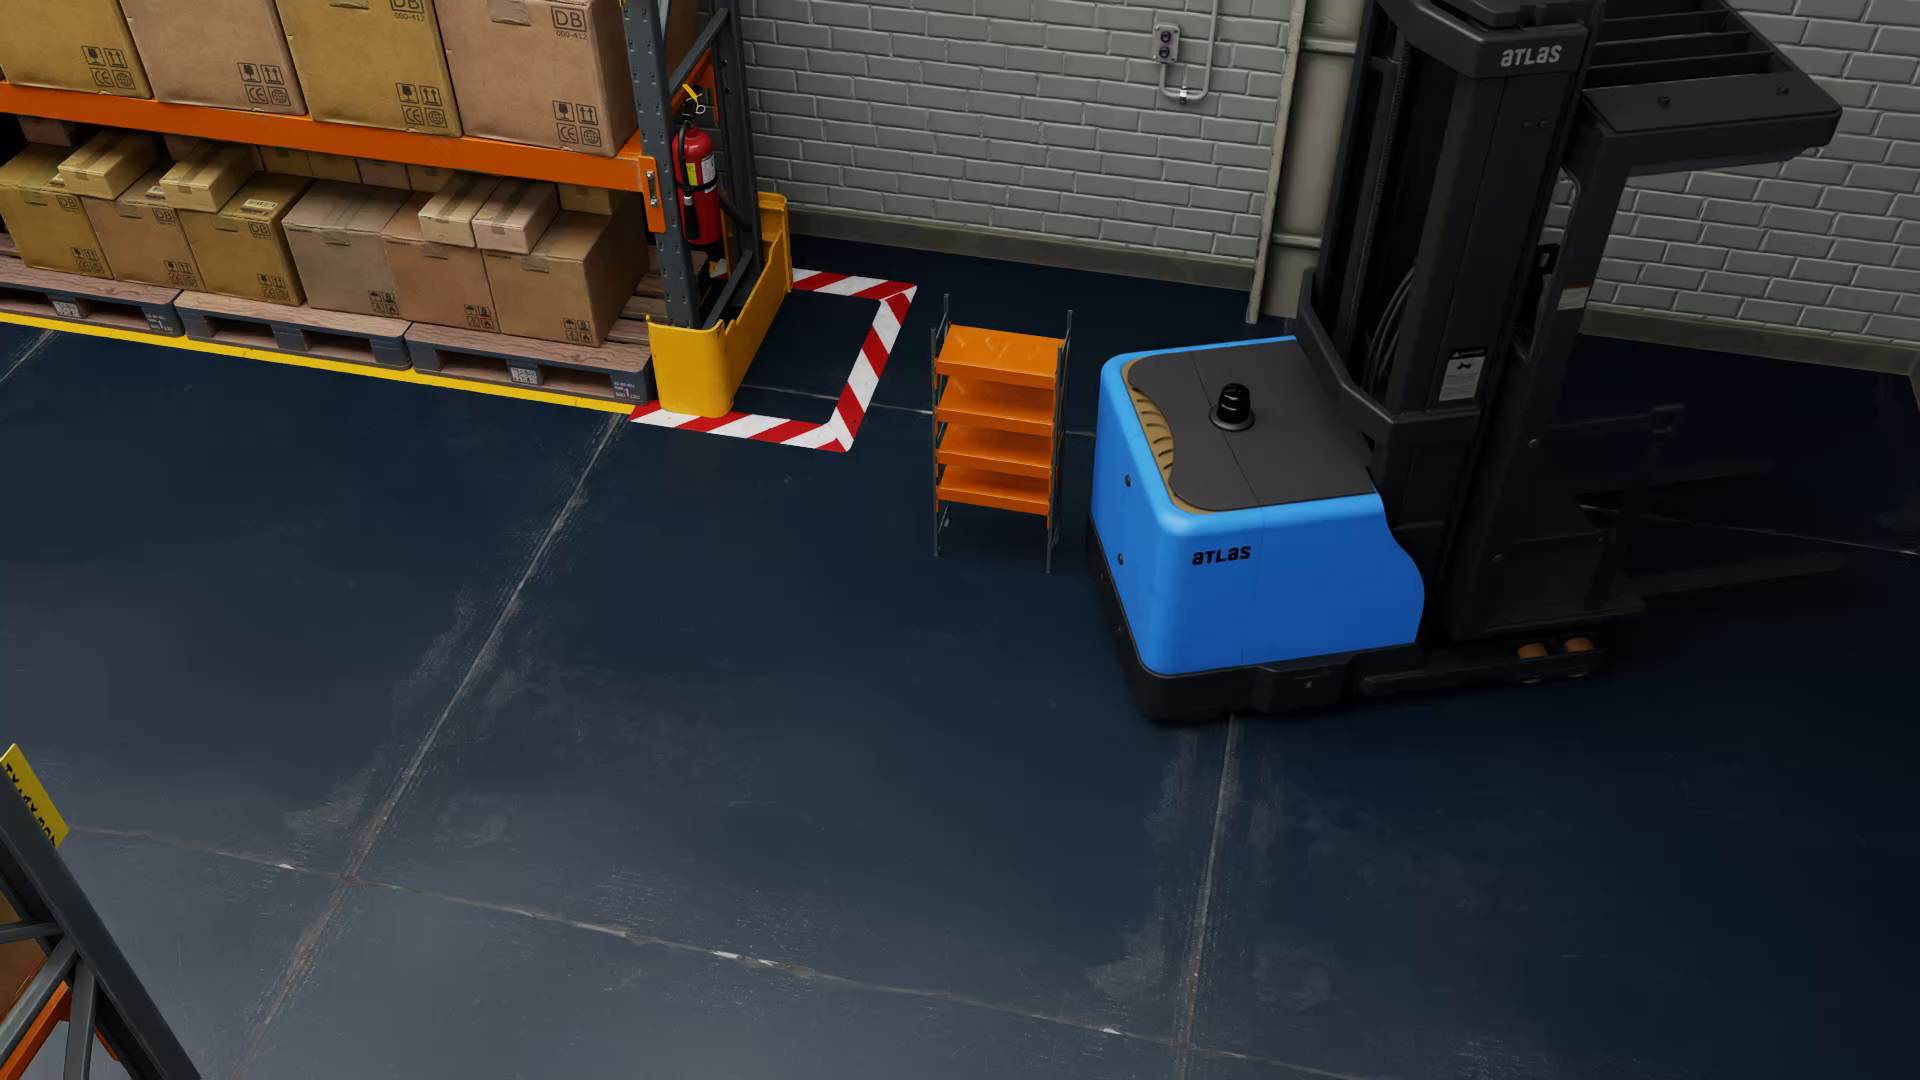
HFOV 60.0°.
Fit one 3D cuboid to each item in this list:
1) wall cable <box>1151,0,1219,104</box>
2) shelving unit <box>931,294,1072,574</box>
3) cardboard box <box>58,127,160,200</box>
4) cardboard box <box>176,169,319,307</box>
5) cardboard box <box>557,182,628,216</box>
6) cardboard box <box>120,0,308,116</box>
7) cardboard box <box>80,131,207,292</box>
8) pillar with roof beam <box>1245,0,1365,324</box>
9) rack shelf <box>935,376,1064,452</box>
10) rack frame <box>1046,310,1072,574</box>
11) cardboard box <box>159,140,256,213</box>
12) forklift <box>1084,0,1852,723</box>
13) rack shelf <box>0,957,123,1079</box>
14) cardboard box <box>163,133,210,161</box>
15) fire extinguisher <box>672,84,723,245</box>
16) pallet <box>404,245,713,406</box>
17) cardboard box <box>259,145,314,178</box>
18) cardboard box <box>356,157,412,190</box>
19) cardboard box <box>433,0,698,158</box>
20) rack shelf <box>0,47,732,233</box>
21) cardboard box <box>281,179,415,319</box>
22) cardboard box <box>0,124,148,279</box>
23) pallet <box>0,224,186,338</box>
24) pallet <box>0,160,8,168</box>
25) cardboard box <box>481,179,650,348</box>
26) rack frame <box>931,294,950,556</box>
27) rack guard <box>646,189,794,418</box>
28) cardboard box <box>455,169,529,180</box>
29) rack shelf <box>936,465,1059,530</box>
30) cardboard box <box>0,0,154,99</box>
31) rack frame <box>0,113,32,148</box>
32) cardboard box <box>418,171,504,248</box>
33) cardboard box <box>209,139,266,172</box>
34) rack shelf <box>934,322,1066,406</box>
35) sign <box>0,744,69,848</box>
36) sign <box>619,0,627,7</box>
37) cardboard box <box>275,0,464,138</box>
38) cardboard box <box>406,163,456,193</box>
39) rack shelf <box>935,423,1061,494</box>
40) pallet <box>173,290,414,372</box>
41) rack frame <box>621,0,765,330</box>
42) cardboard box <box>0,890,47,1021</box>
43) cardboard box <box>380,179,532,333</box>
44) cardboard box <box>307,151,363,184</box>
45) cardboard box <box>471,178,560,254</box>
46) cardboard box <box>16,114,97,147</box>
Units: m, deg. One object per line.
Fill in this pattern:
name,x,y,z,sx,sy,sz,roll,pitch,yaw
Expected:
wall cable,0.292,-2.881,7.308,1.851,1.984,0.084,9,45,9
shelving unit,0.162,-0.407,6.768,0.503,1.200,0.258,9,45,9
cardboard box,-4.066,-1.801,7.950,0.250,0.149,0.380,10,45,10
cardboard box,-3.370,-1.585,8.194,0.500,0.500,0.700,10,45,10
cardboard box,-1.703,-1.708,7.854,0.250,0.149,0.380,9,45,9
cardboard box,-3.118,-2.472,7.399,0.700,0.700,0.980,7,44,7
cardboard box,-3.871,-1.664,8.276,0.500,0.500,0.700,8,45,9
pillar with roof beam,0.720,-1.493,2.273,0.400,9.000,9.100,9,45,9
rack shelf,0.162,-0.520,6.659,0.480,0.148,0.258,9,45,9
rack frame,0.400,-0.370,6.730,0.015,1.200,0.240,9,45,9
cardboard box,-3.556,-1.722,7.868,0.250,0.149,0.380,8,44,8
forklift,2.094,-0.843,5.972,3.031,2.935,1.130,-7,44,-7
rack shelf,-4.194,1.240,4.277,4.000,0.370,1.077,9,45,9
cardboard box,-3.686,-2.015,8.172,0.250,0.149,0.380,8,44,8
fire extinguisher,-1.118,-1.572,7.004,0.183,0.674,0.296,9,45,9
pallet,-1.961,-1.132,8.234,1.213,0.211,1.003,9,45,9
cardboard box,-3.188,-1.937,8.092,0.250,0.149,0.380,8,44,8
cardboard box,-2.690,-1.860,8.012,0.250,0.149,0.380,9,45,10
cardboard box,-1.664,-2.247,7.166,0.700,0.700,0.980,11,45,11
rack shelf,-3.116,-2.113,7.761,4.000,0.370,1.077,9,45,9
cardboard box,-2.848,-1.509,8.115,0.500,0.500,0.700,7,44,8
cardboard box,-4.360,-1.743,8.357,0.500,0.500,0.700,9,45,10
pallet,-4.343,-1.502,8.618,1.213,0.211,1.003,9,45,9
pallet,-5.837,-1.736,8.861,1.213,0.211,1.003,9,45,9
cardboard box,-1.869,-1.358,7.958,0.500,0.500,0.700,9,45,9
rack frame,-0.077,-0.444,6.806,0.015,1.200,0.240,9,45,9
rack guard,-1.141,-1.165,8.060,0.348,0.500,1.175,9,45,9
cardboard box,-2.198,-1.784,7.933,0.250,0.149,0.380,9,45,9
rack shelf,0.162,-0.216,6.952,0.480,0.148,0.258,9,45,9
cardboard box,-3.831,-2.575,7.506,0.700,0.700,0.980,8,44,8
rack frame,-5.068,-2.675,7.826,0.127,3.000,1.000,9,45,9
cardboard box,-2.284,-1.526,7.664,0.250,0.149,0.380,10,45,10
cardboard box,-3.440,-1.976,8.132,0.250,0.149,0.380,9,45,9
rack shelf,0.162,-0.690,6.495,0.480,0.148,0.258,9,45,9
sign,-2.124,0.605,3.794,0.005,0.325,0.100,9,45,9
sign,-1.296,-2.206,6.333,0.005,0.325,0.100,9,45,9
cardboard box,-2.376,-2.350,7.272,0.700,0.700,0.980,8,45,9
cardboard box,-2.442,-1.822,7.972,0.250,0.149,0.380,9,45,9
rack shelf,0.162,-0.359,6.815,0.480,0.148,0.258,9,45,9
pallet,-3.148,-1.319,8.428,1.213,0.211,1.003,9,45,9
rack frame,-1.164,-2.069,7.196,0.127,3.000,1.000,9,45,9
cardboard box,-2.618,1.002,3.934,0.500,0.500,0.500,10,45,10
cardboard box,-2.357,-1.434,8.036,0.500,0.500,0.700,9,45,9
cardboard box,-2.941,-1.899,8.052,0.250,0.149,0.380,9,45,9
cardboard box,-2.034,-1.488,7.625,0.250,0.149,0.380,8,45,9
cardboard box,-4.458,-2.133,8.295,0.250,0.149,0.380,9,45,9
